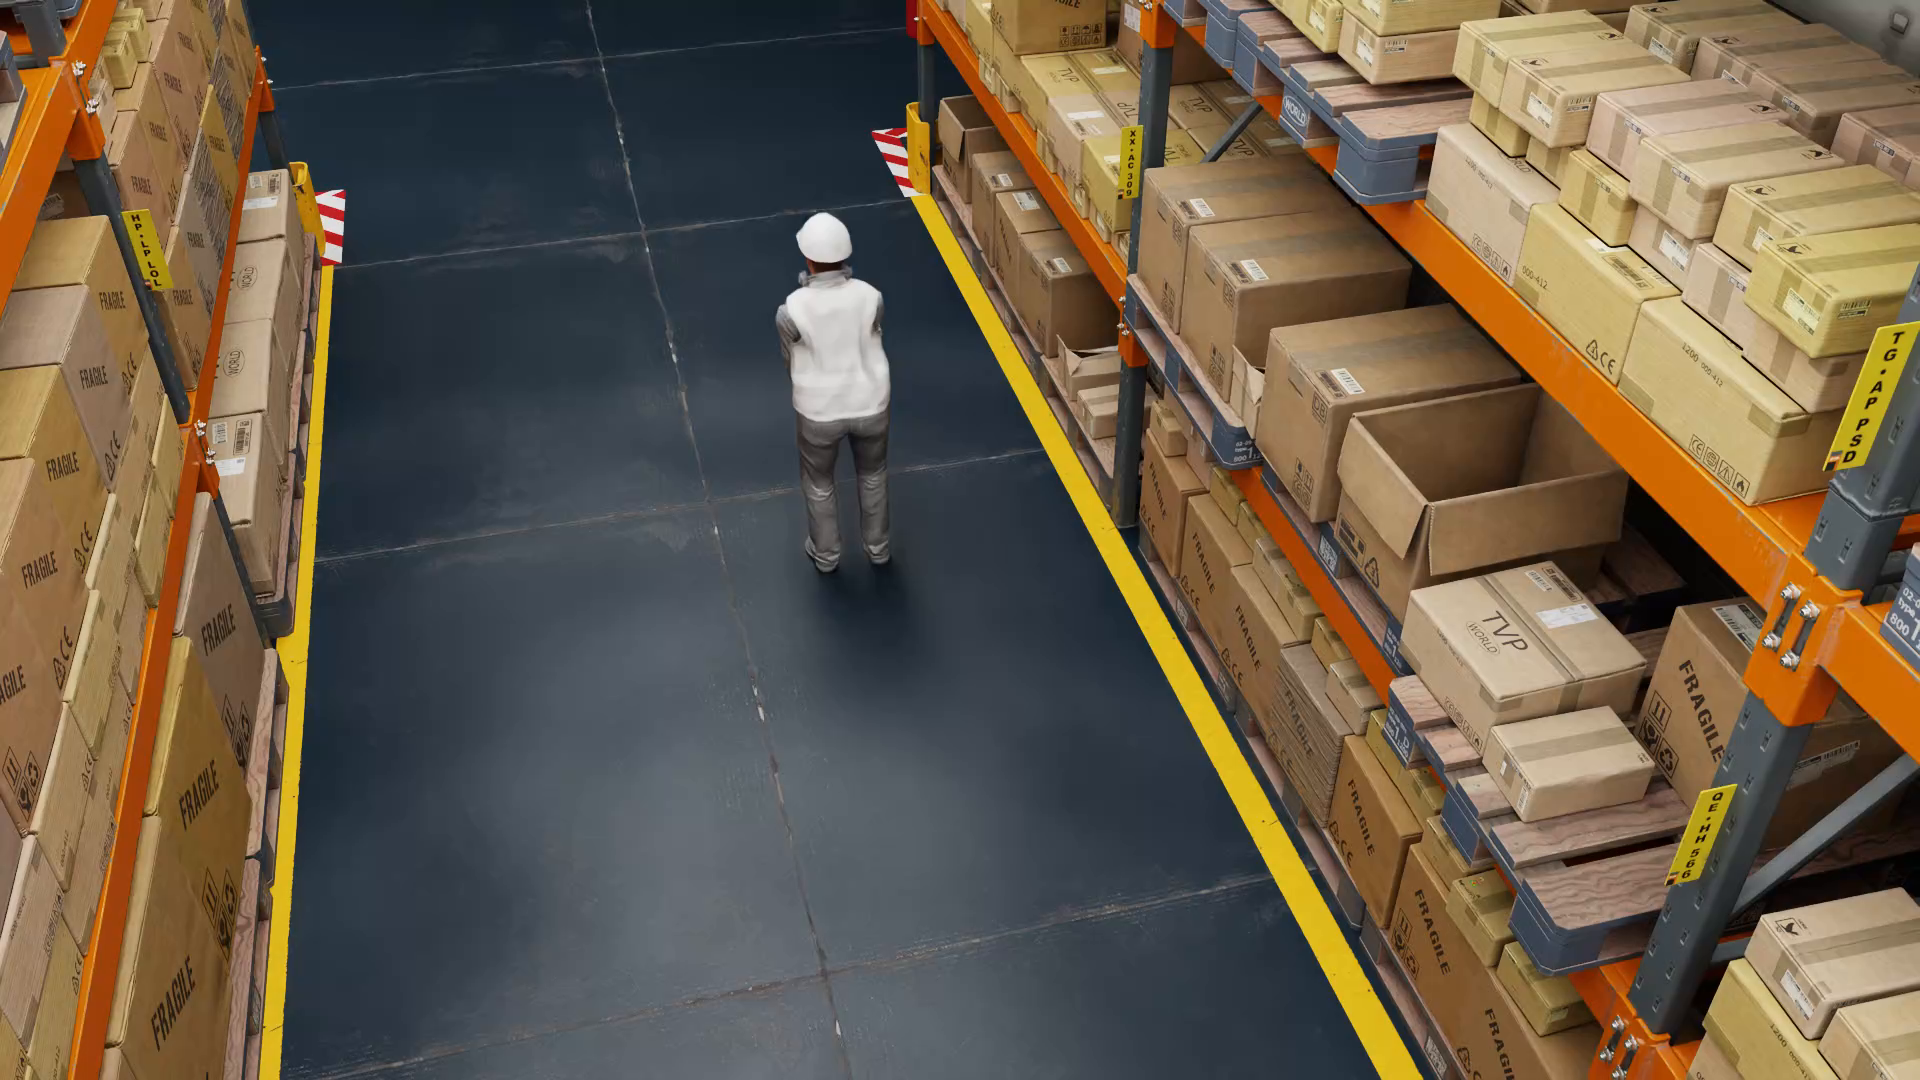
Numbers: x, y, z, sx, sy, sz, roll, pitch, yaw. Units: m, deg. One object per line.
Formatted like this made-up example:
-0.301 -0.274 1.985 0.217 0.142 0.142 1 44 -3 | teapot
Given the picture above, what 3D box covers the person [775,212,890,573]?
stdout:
-0.574 -0.669 7.563 0.487 1.765 0.577 -10 39 -13 | person
